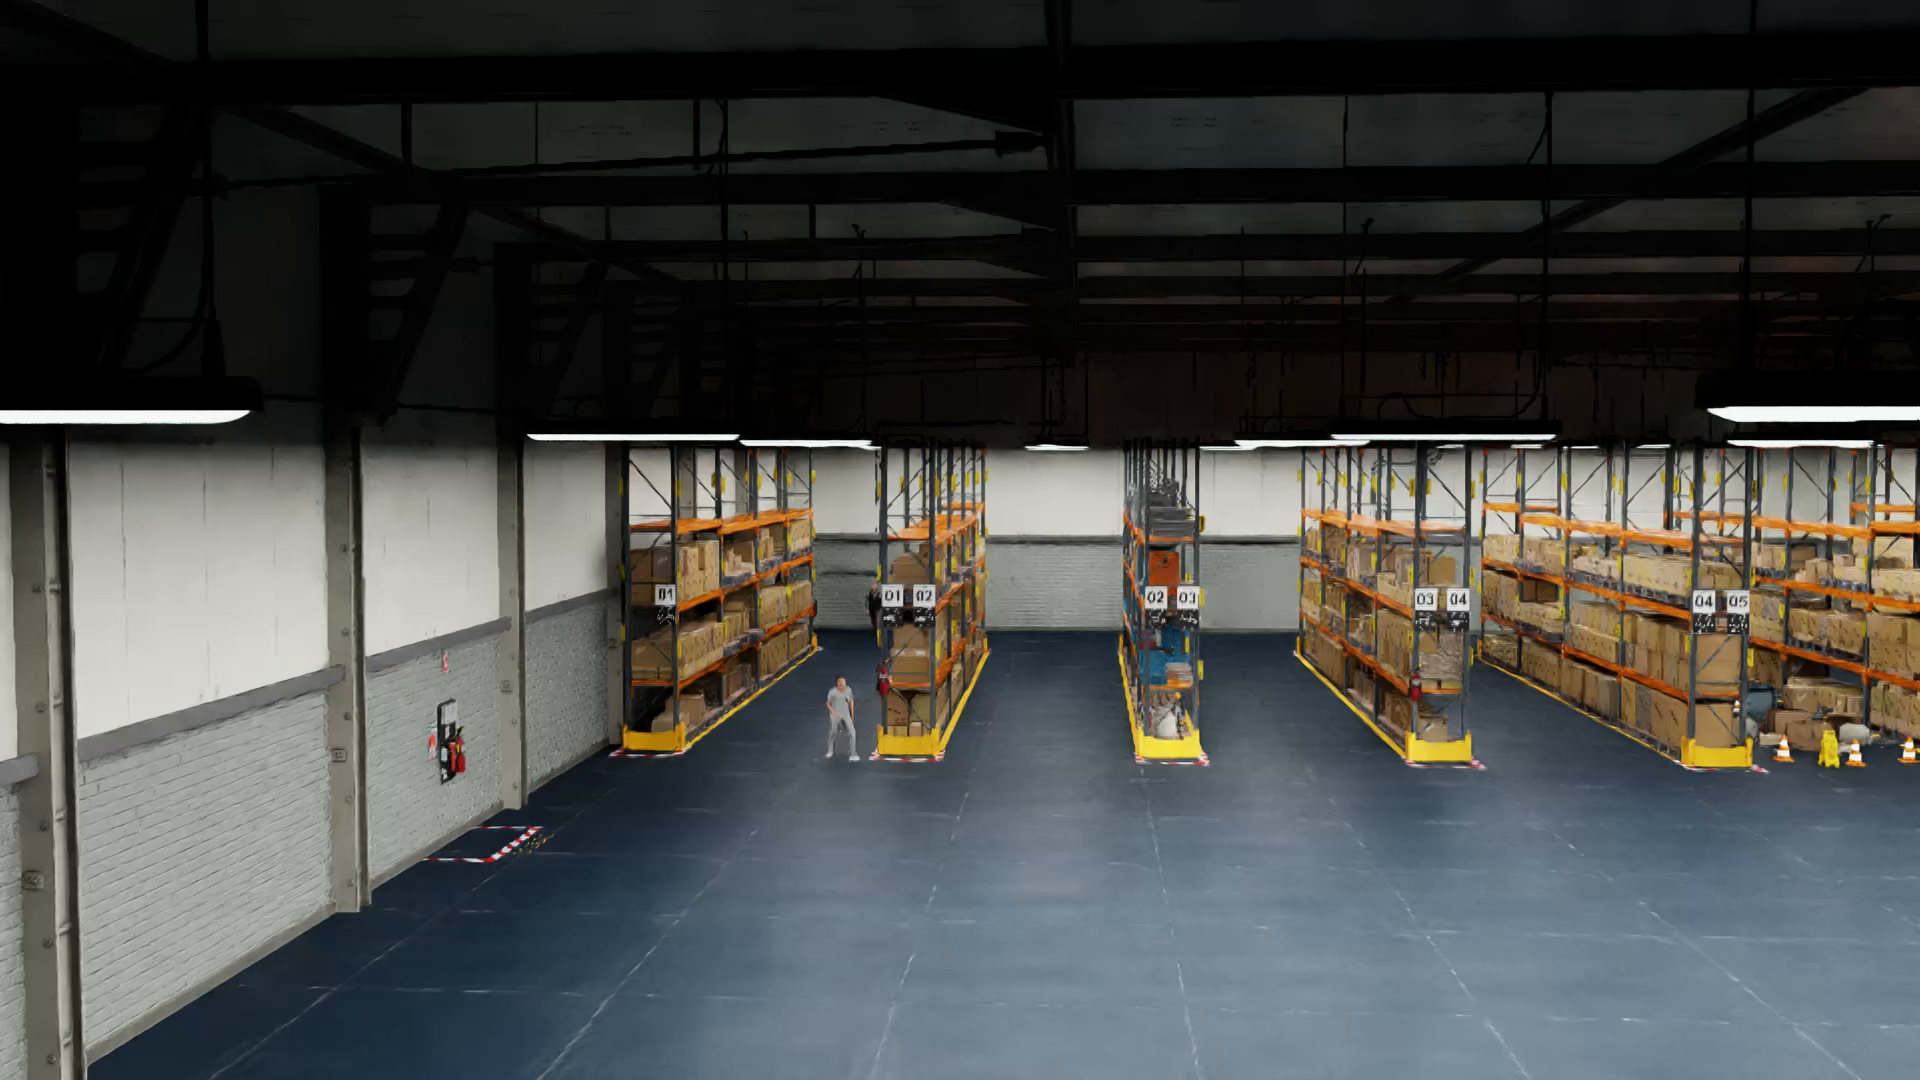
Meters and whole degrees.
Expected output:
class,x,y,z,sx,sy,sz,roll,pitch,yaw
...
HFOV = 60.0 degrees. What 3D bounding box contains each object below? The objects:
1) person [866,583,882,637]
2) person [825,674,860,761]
class,x,y,z,sx,sy,sz,roll,pitch,yaw
person,-2.648,2.141,51.423,0.536,1.648,1.115,0,3,7
person,-2.202,3.260,30.822,0.599,1.602,0.817,-1,3,-13
